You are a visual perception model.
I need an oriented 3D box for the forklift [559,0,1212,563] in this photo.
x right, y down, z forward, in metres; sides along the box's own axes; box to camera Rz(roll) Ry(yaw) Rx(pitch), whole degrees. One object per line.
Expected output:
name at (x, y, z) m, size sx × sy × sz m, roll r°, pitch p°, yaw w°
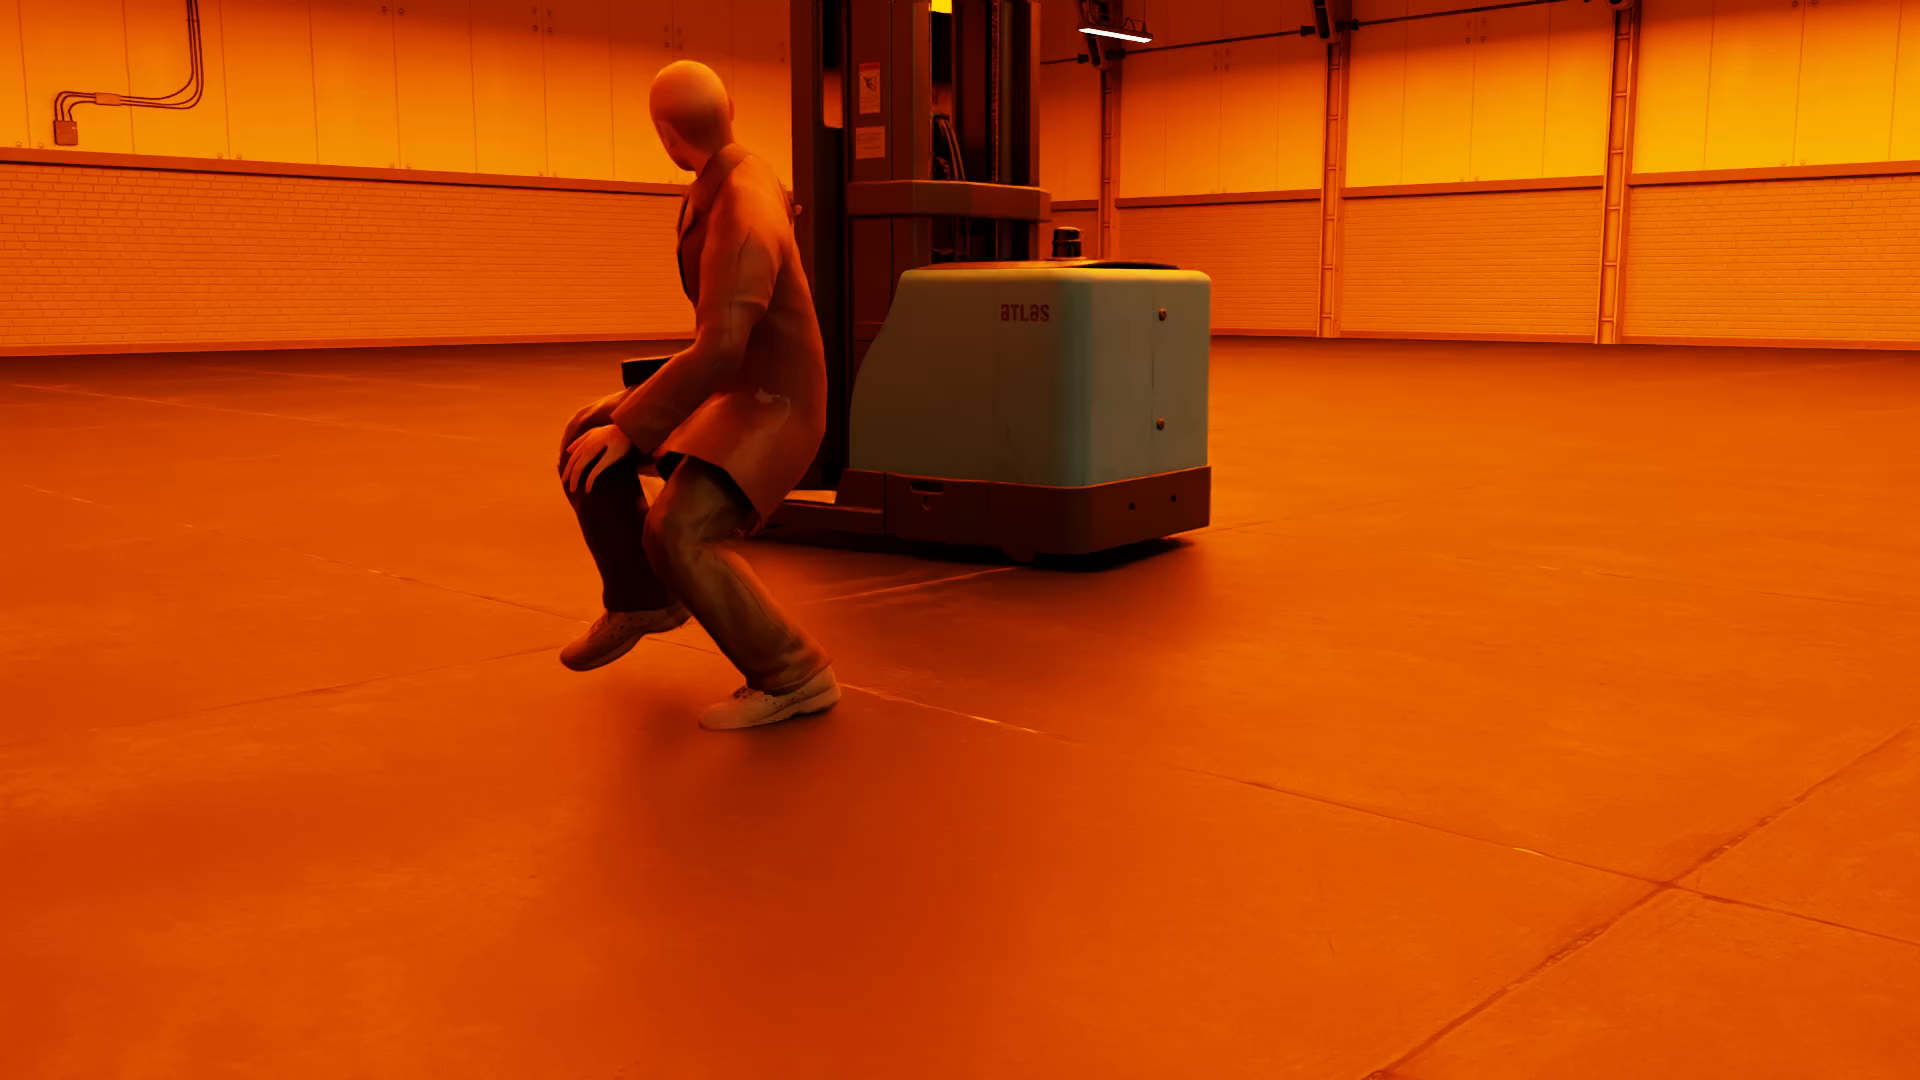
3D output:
forklift at (-0.478, -1.518, 6.954) m, size 3.031 × 2.935 × 1.130 m, roll 7°, pitch 11°, yaw 37°

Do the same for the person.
person at (-0.660, -0.349, 4.027) m, size 0.705 × 1.545 × 0.832 m, roll -4°, pitch 9°, yaw -24°
